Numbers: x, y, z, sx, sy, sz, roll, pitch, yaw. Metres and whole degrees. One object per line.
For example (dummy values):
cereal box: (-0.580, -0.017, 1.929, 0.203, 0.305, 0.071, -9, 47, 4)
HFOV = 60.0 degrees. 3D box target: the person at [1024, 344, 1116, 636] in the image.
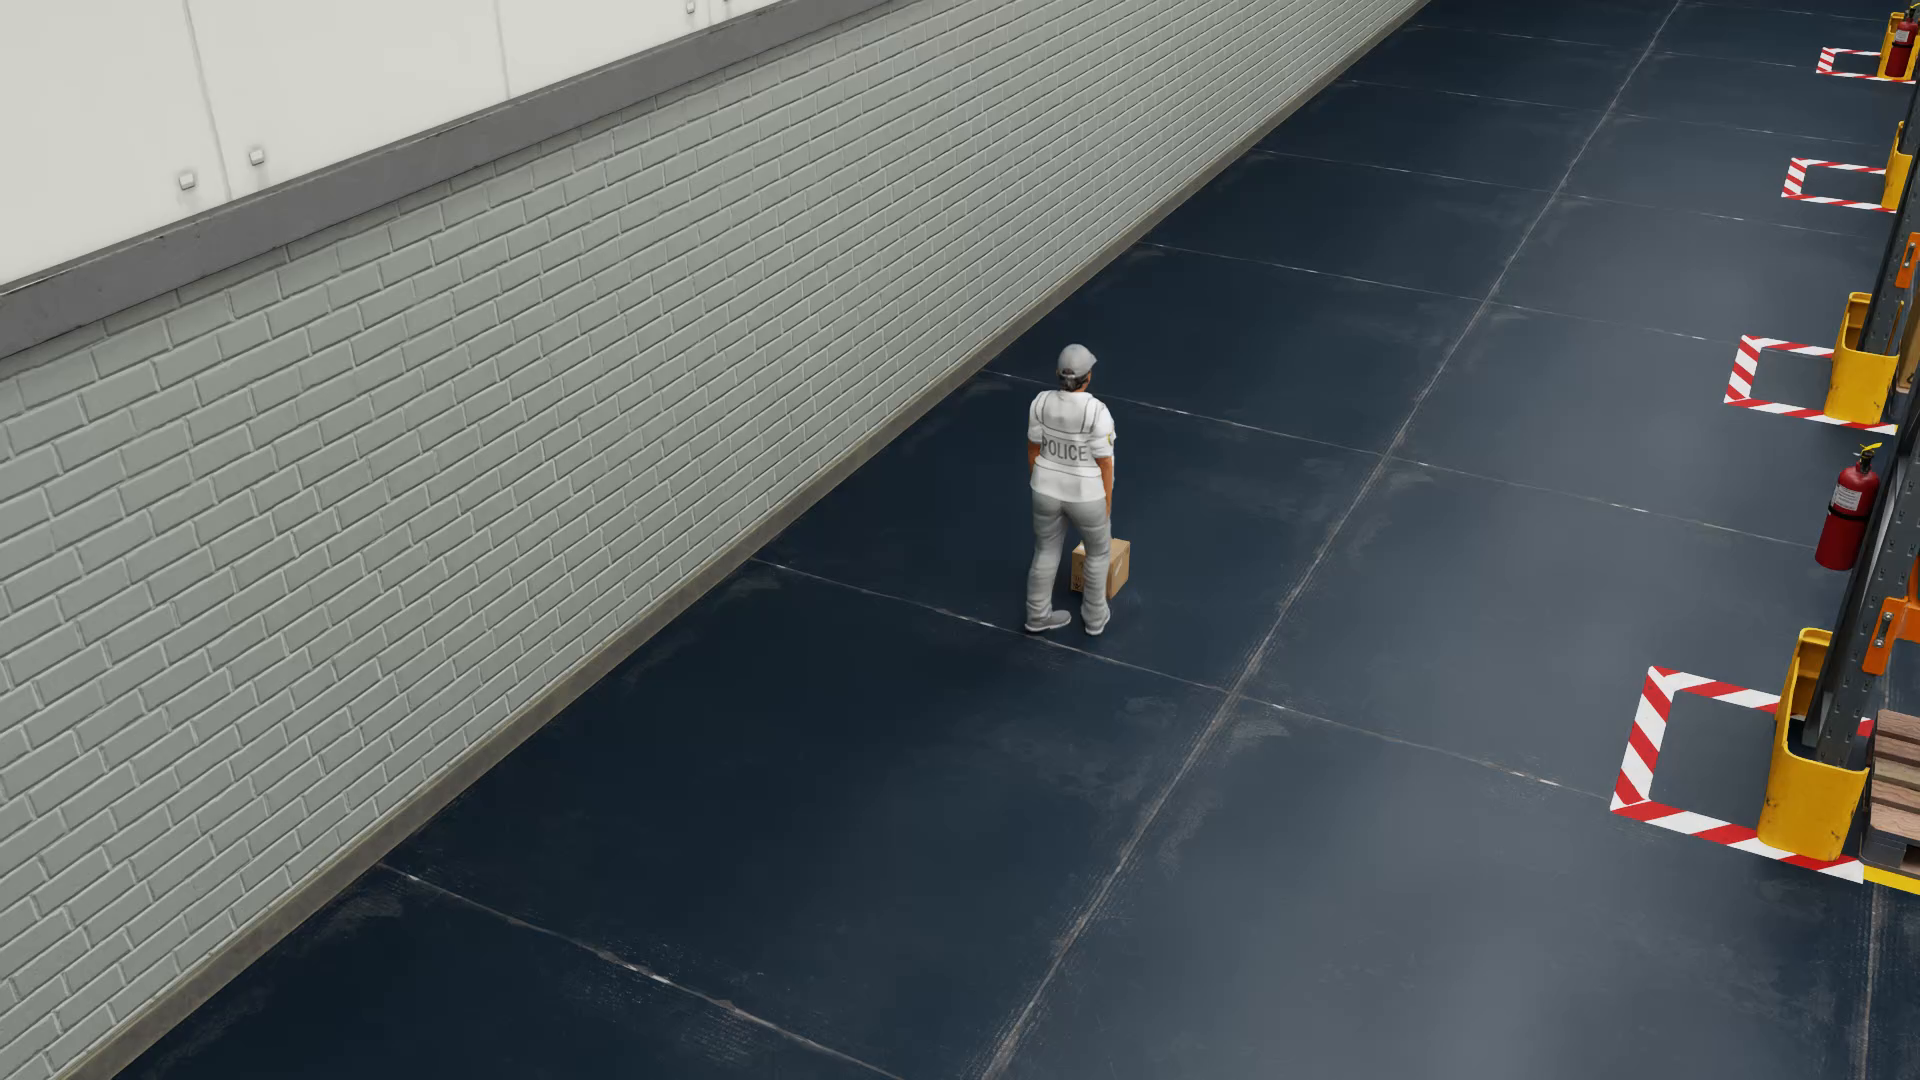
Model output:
person: (0.594, -0.256, 8.739, 0.470, 1.673, 0.435, 15, 33, 23)
